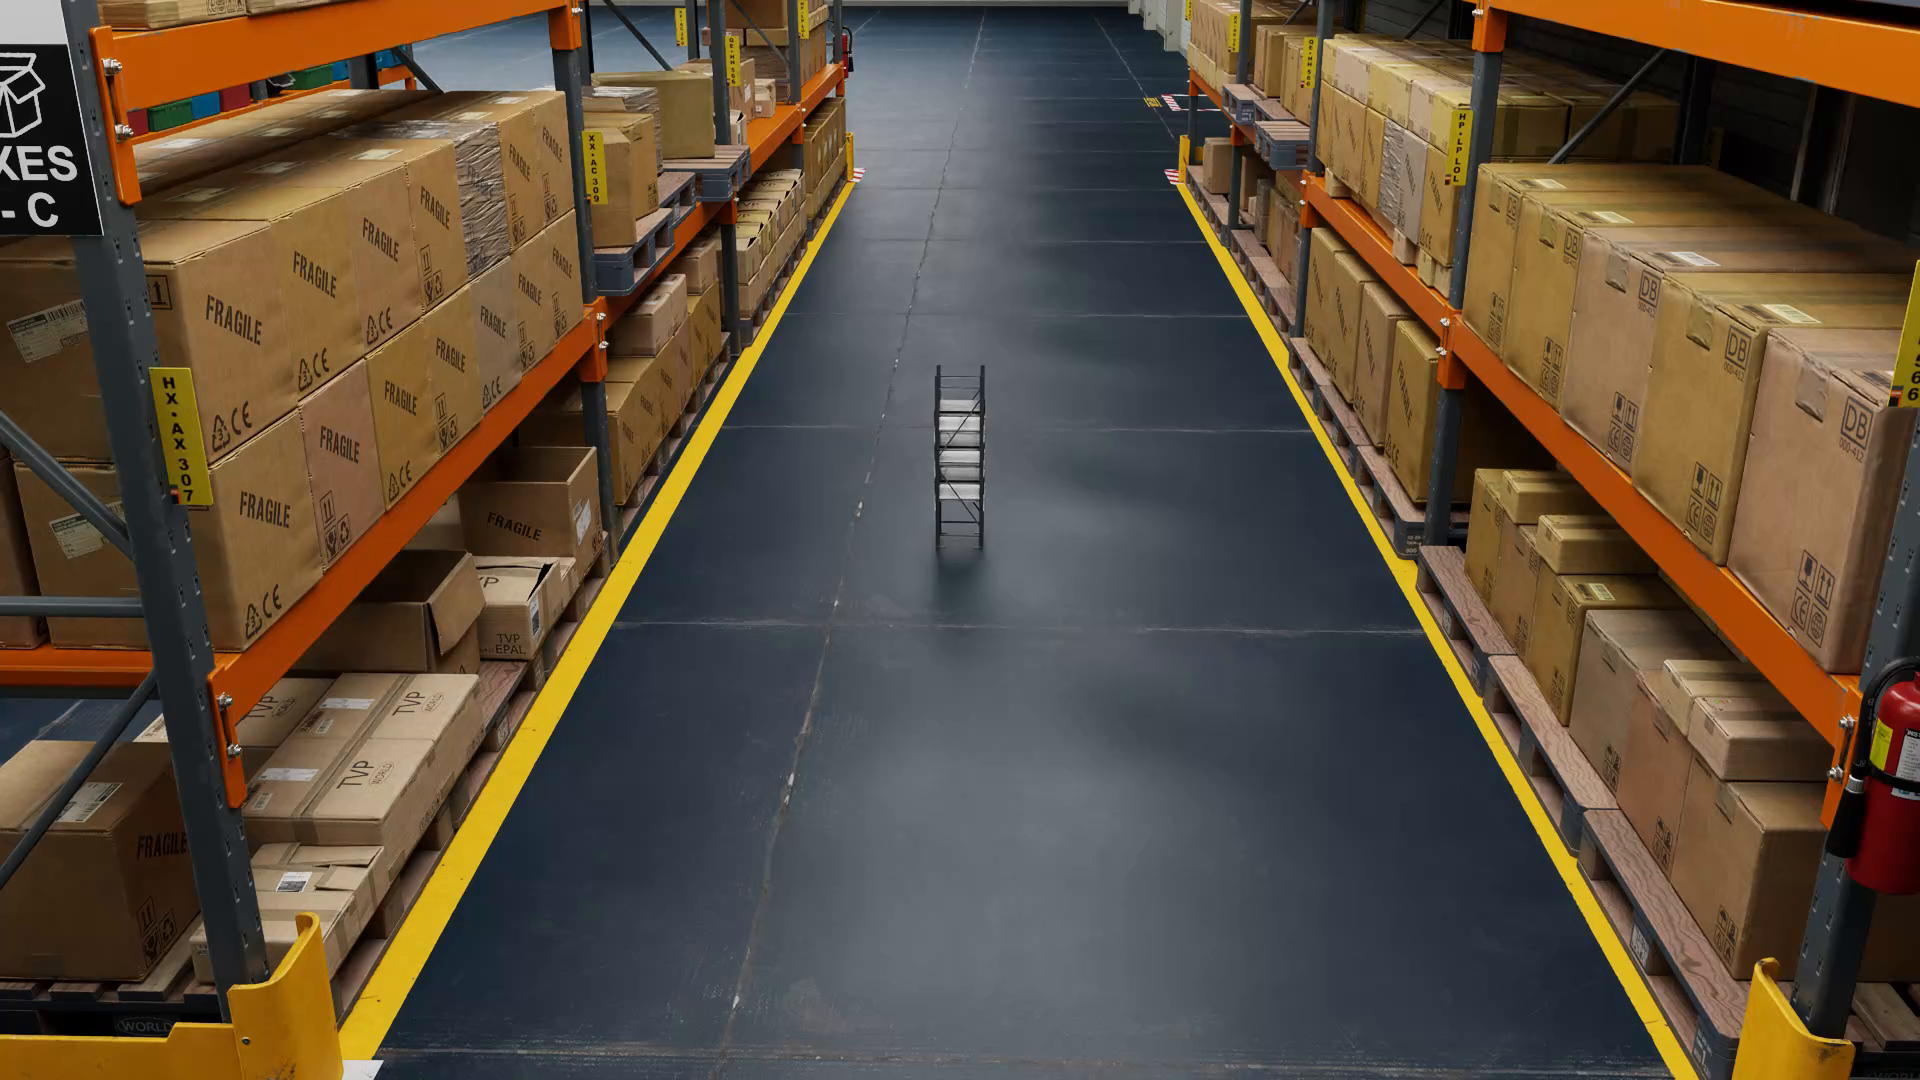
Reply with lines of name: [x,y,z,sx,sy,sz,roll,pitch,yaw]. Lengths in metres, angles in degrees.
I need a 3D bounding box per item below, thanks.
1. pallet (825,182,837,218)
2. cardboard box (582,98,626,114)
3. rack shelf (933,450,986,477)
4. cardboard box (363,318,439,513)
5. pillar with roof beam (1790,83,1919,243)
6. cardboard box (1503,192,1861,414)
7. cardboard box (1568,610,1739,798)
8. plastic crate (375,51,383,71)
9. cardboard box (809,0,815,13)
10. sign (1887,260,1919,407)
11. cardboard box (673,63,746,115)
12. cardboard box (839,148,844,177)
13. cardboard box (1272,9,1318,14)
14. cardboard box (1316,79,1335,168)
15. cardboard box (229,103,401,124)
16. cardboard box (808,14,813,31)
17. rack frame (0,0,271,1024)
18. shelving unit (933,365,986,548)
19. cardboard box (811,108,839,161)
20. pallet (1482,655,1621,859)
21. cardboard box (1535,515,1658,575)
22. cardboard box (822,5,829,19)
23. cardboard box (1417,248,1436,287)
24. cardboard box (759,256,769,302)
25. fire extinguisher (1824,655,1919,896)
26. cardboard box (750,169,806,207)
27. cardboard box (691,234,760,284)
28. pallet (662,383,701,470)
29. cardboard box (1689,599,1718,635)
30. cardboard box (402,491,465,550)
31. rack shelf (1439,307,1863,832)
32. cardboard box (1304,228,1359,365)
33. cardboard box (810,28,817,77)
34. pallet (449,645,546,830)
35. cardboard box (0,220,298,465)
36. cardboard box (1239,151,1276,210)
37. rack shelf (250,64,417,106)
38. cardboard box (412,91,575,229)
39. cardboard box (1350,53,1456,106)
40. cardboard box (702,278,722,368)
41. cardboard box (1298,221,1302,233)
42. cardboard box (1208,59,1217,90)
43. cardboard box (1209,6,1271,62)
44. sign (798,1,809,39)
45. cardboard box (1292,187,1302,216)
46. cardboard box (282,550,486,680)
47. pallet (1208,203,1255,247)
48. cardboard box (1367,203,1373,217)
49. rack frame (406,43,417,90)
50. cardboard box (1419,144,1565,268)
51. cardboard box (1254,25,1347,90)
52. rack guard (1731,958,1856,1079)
pallet: [-1.854,-3.604,17.526,1.003,0.211,1.213,1,21,2]
cardboard box: [-2.206,-2.164,9.241,0.700,0.500,0.500,-5,22,-12]
rack shelf: [0.000,-0.386,8.371,0.258,0.077,0.200,1,21,2]
cardboard box: [-2.014,-0.408,5.296,0.500,0.500,0.500,1,21,1]
pillar with roof beam: [-0.706,-3.811,5.910,9.100,9.000,0.400,1,21,2]
cardboard box: [2.693,-0.909,6.311,0.980,0.700,0.700,0,21,0]
cardboard box: [2.583,0.570,5.789,0.700,0.500,0.500,0,21,0]
plastic crate: [-6.525,-5.189,17.960,0.499,0.251,0.408,1,21,2]
cardboard box: [-1.886,-5.712,17.173,0.700,0.500,0.500,1,21,2]
sign: [2.090,-0.444,3.599,0.100,0.325,0.005,1,21,2]
cardboard box: [-2.025,-3.572,13.451,0.500,0.500,0.500,1,21,2]
cardboard box: [-1.557,-4.157,18.317,0.500,0.250,0.500,1,21,2]
cardboard box: [3.240,-4.765,15.807,0.500,0.500,0.500,1,21,1]
cardboard box: [2.605,-2.697,10.757,0.500,0.500,0.500,1,21,3]
cardboard box: [-2.508,-1.441,6.576,0.500,0.500,0.500,0,21,0]
cardboard box: [-1.699,-5.269,16.927,0.380,0.149,0.250,0,21,1]
rack frame: [-2.316,0.164,3.960,0.949,2.616,0.053,1,21,2]
shelving unit: [0.000,-0.417,8.359,0.258,0.900,0.210,1,21,2]
cardboard box: [-1.567,-4.326,17.715,0.500,0.500,0.500,1,21,2]
pallet: [2.618,0.787,6.209,1.003,0.211,1.213,1,21,2]
cardboard box: [2.420,0.018,6.315,0.380,0.149,0.250,0,21,0]
cardboard box: [-1.654,-5.830,18.373,0.380,0.149,0.250,0,21,1]
cardboard box: [2.465,-1.338,8.151,0.380,0.149,0.250,1,21,3]
cardboard box: [-1.752,-2.010,12.784,0.500,0.250,0.500,0,21,0]
fire extinguisher: [2.166,0.476,3.777,0.296,0.674,0.183,1,21,2]
cardboard box: [-1.680,-3.201,15.077,0.500,0.311,0.500,1,21,2]
cardboard box: [-1.766,-2.090,12.214,0.500,0.311,0.500,1,21,3]
pallet: [-2.176,-0.719,10.091,1.003,0.211,1.213,1,21,2]
cardboard box: [2.786,0.219,5.796,0.380,0.149,0.250,1,21,2]
cardboard box: [-2.427,-0.085,7.709,0.500,0.311,0.500,1,21,2]
rack shelf: [2.693,-0.171,5.817,1.077,0.370,4.000,1,21,2]
cardboard box: [2.722,-1.605,10.909,0.750,0.750,0.750,0,21,1]
cardboard box: [-1.892,-5.130,17.465,0.700,0.500,0.500,1,21,2]
pallet: [-2.254,0.708,6.412,1.003,0.211,1.213,1,21,2]
cardboard box: [-2.042,-0.506,4.167,0.500,0.500,0.500,1,21,3]
cardboard box: [2.989,-3.537,16.346,0.500,0.500,0.500,-1,21,-2]
rack shelf: [-6.844,-4.619,17.280,1.077,0.370,4.000,1,21,2]
cardboard box: [-1.954,-1.609,7.010,0.500,0.500,0.500,1,21,2]
cardboard box: [2.577,-2.683,9.684,0.500,0.250,0.500,1,21,2]
cardboard box: [-1.870,-1.428,10.909,0.500,0.500,0.500,1,21,4]
cardboard box: [2.977,-2.161,12.799,0.700,0.500,0.500,1,21,2]
cardboard box: [2.732,-4.598,16.412,0.500,0.250,0.500,1,21,1]
cardboard box: [2.738,-4.948,16.276,0.500,0.500,0.500,0,21,0]
sign: [-1.412,-4.675,14.941,0.100,0.325,0.005,1,21,2]
cardboard box: [2.936,-2.717,13.196,0.500,0.250,0.500,1,21,1]
cardboard box: [-2.250,0.356,6.308,0.797,0.503,0.637,1,21,2]
pallet: [2.982,-3.065,16.136,1.003,0.211,1.213,1,21,2]
cardboard box: [2.623,-1.986,9.819,0.380,0.149,0.250,1,21,2]
rack frame: [-6.784,-5.677,19.013,1.000,3.000,0.127,1,21,2]
cardboard box: [2.516,-1.594,7.912,0.500,0.500,0.500,0,21,1]
cardboard box: [2.948,-4.190,14.434,0.700,0.500,0.500,1,21,2]
rack guard: [2.632,1.391,4.253,1.175,0.500,0.348,1,21,2]
